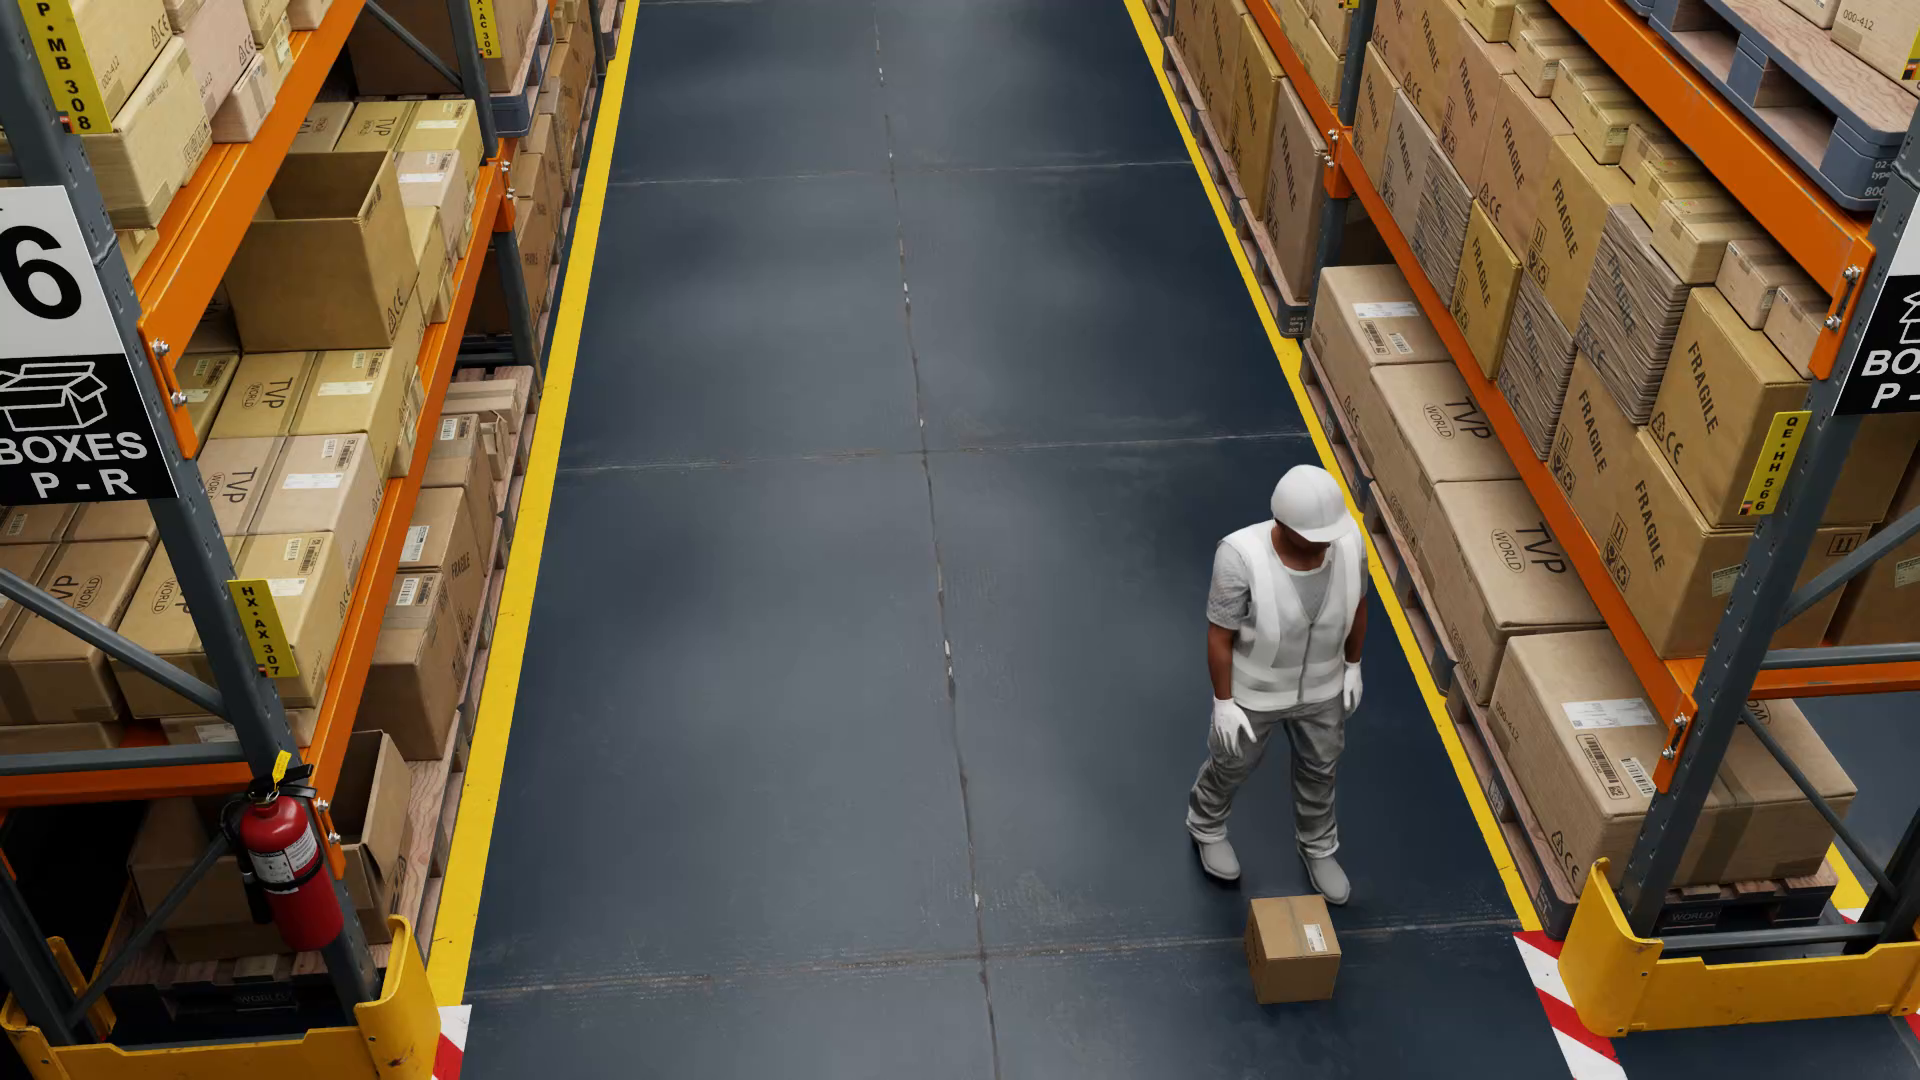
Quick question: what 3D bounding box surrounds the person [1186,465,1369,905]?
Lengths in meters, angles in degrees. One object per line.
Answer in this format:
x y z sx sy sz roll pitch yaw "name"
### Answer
1.087 0.502 5.507 0.581 1.796 0.487 -9 40 -11 "person"
